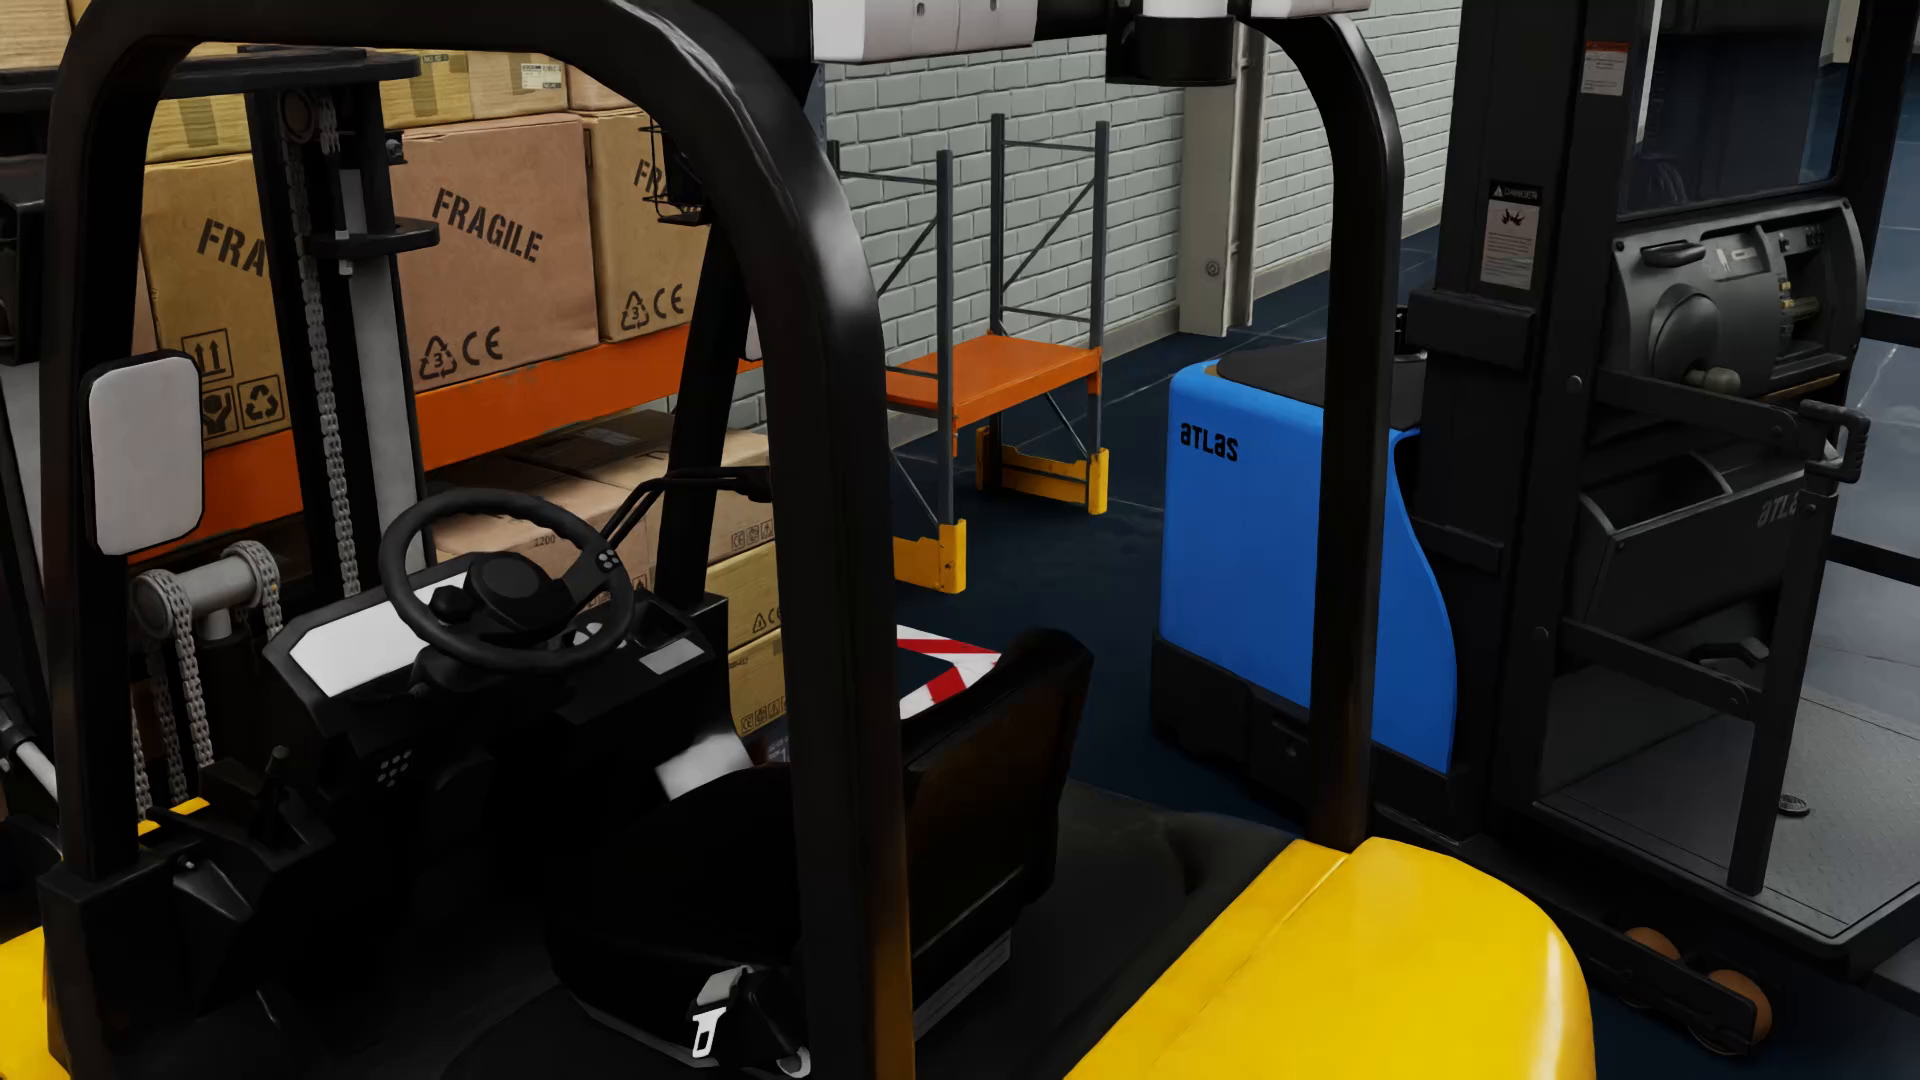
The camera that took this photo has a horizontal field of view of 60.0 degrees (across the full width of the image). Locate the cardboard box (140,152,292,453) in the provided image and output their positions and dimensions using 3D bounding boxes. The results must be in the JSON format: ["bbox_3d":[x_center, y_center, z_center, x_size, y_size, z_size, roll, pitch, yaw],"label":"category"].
[{"bbox_3d":[-1.427,-0.493,3.131,0.500,0.500,0.500,13,24,31],"label":"cardboard box"}]

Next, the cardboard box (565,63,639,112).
[{"bbox_3d":[-0.863,-1.051,3.703,0.380,0.149,0.250,14,24,33],"label":"cardboard box"}]

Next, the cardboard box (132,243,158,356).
[{"bbox_3d":[-1.701,-0.347,2.735,0.500,0.500,0.500,13,24,32],"label":"cardboard box"}]

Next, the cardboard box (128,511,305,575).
[{"bbox_3d":[-1.775,0.077,3.649,0.500,0.250,0.500,13,24,31],"label":"cardboard box"}]

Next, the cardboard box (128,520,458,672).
[{"bbox_3d":[-1.339,0.178,3.377,0.500,0.250,0.500,14,24,32],"label":"cardboard box"}]

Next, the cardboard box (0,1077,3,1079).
[{"bbox_3d":[-1.935,0.934,2.774,0.500,0.250,0.500,14,24,33],"label":"cardboard box"}]

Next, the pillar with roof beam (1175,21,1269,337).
[{"bbox_3d":[5.016,-4.605,5.742,9.100,9.000,0.400,13,24,32],"label":"pillar with roof beam"}]

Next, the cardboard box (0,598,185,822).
[{"bbox_3d":[-1.630,0.322,2.988,0.500,0.250,0.500,13,24,31],"label":"cardboard box"}]

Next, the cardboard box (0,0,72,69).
[{"bbox_3d":[-1.665,-0.838,2.700,0.380,0.149,0.250,14,24,33],"label":"cardboard box"}]

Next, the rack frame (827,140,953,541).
[{"bbox_3d":[-0.238,-0.582,5.677,0.500,1.500,0.032,13,24,32],"label":"rack frame"}]

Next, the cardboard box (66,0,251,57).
[{"bbox_3d":[-1.442,-0.894,2.850,0.380,0.149,0.250,14,24,33],"label":"cardboard box"}]

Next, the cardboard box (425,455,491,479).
[{"bbox_3d":[-1.485,-0.064,4.032,0.500,0.250,0.500,13,24,32],"label":"cardboard box"}]

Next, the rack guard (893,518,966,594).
[{"bbox_3d":[-0.237,0.004,5.894,0.587,0.250,0.087,13,24,32],"label":"rack guard"}]

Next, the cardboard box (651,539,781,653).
[{"bbox_3d":[-0.796,0.126,4.239,0.500,0.250,0.500,13,24,31],"label":"cardboard box"}]

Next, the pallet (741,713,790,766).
[{"bbox_3d":[-1.176,0.602,4.332,1.003,0.211,1.213,13,24,32],"label":"pallet"}]

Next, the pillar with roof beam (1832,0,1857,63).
[{"bbox_3d":[18.507,-11.491,24.358,9.100,9.000,0.400,13,24,32],"label":"pillar with roof beam"}]

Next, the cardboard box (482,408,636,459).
[{"bbox_3d":[-1.207,-0.208,4.421,0.500,0.250,0.500,13,24,31],"label":"cardboard box"}]

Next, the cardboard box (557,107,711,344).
[{"bbox_3d":[-0.840,-0.787,3.926,0.500,0.500,0.500,13,24,31],"label":"cardboard box"}]

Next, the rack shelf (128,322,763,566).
[{"bbox_3d":[-1.905,-0.022,3.037,1.077,0.370,4.000,13,24,32],"label":"rack shelf"}]

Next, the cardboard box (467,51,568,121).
[{"bbox_3d":[-1.059,-0.988,3.534,0.380,0.149,0.250,14,24,33],"label":"cardboard box"}]

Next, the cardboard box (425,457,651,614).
[{"bbox_3d":[-1.064,0.031,3.773,0.500,0.250,0.500,14,24,33],"label":"cardboard box"}]

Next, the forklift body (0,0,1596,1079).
[{"bbox_3d":[-0.338,0.365,2.178,2.313,2.155,1.214,13,24,32],"label":"forklift body"}]

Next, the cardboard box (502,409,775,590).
[{"bbox_3d":[-0.781,-0.116,4.173,0.500,0.250,0.500,14,25,34],"label":"cardboard box"}]

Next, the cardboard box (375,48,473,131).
[{"bbox_3d":[-1.208,-0.919,3.348,0.380,0.149,0.250,13,24,31],"label":"cardboard box"}]

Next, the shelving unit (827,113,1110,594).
[{"bbox_3d":[0.043,-0.725,6.064,0.587,1.500,1.083,13,24,32],"label":"shelving unit"}]

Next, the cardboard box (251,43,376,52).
[{"bbox_3d":[-1.301,-0.969,3.054,0.380,0.149,0.250,14,24,33],"label":"cardboard box"}]

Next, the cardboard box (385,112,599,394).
[{"bbox_3d":[-1.139,-0.640,3.528,0.500,0.500,0.500,14,25,33],"label":"cardboard box"}]

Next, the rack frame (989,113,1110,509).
[{"bbox_3d":[0.334,-0.874,6.465,0.500,1.500,0.032,13,24,32],"label":"rack frame"}]

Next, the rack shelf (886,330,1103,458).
[{"bbox_3d":[0.048,-0.559,6.133,0.538,0.185,1.000,13,24,32],"label":"rack shelf"}]

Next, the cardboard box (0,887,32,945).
[{"bbox_3d":[-1.644,0.563,3.058,0.500,0.250,0.500,13,24,32],"label":"cardboard box"}]

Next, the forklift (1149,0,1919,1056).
[{"bbox_3d":[1.814,-0.512,3.424,1.130,2.935,3.031,-14,25,-34],"label":"forklift"}]

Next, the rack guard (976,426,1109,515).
[{"bbox_3d":[0.323,-0.282,6.667,0.587,0.250,0.087,13,24,32],"label":"rack guard"}]

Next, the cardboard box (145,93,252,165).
[{"bbox_3d":[-1.445,-0.757,2.909,0.380,0.149,0.250,13,24,32],"label":"cardboard box"}]

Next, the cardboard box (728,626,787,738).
[{"bbox_3d":[-0.783,0.356,4.337,0.500,0.250,0.500,13,24,32],"label":"cardboard box"}]

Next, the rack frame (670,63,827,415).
[{"bbox_3d":[-0.781,-0.933,4.464,1.000,3.000,0.127,13,24,32],"label":"rack frame"}]
